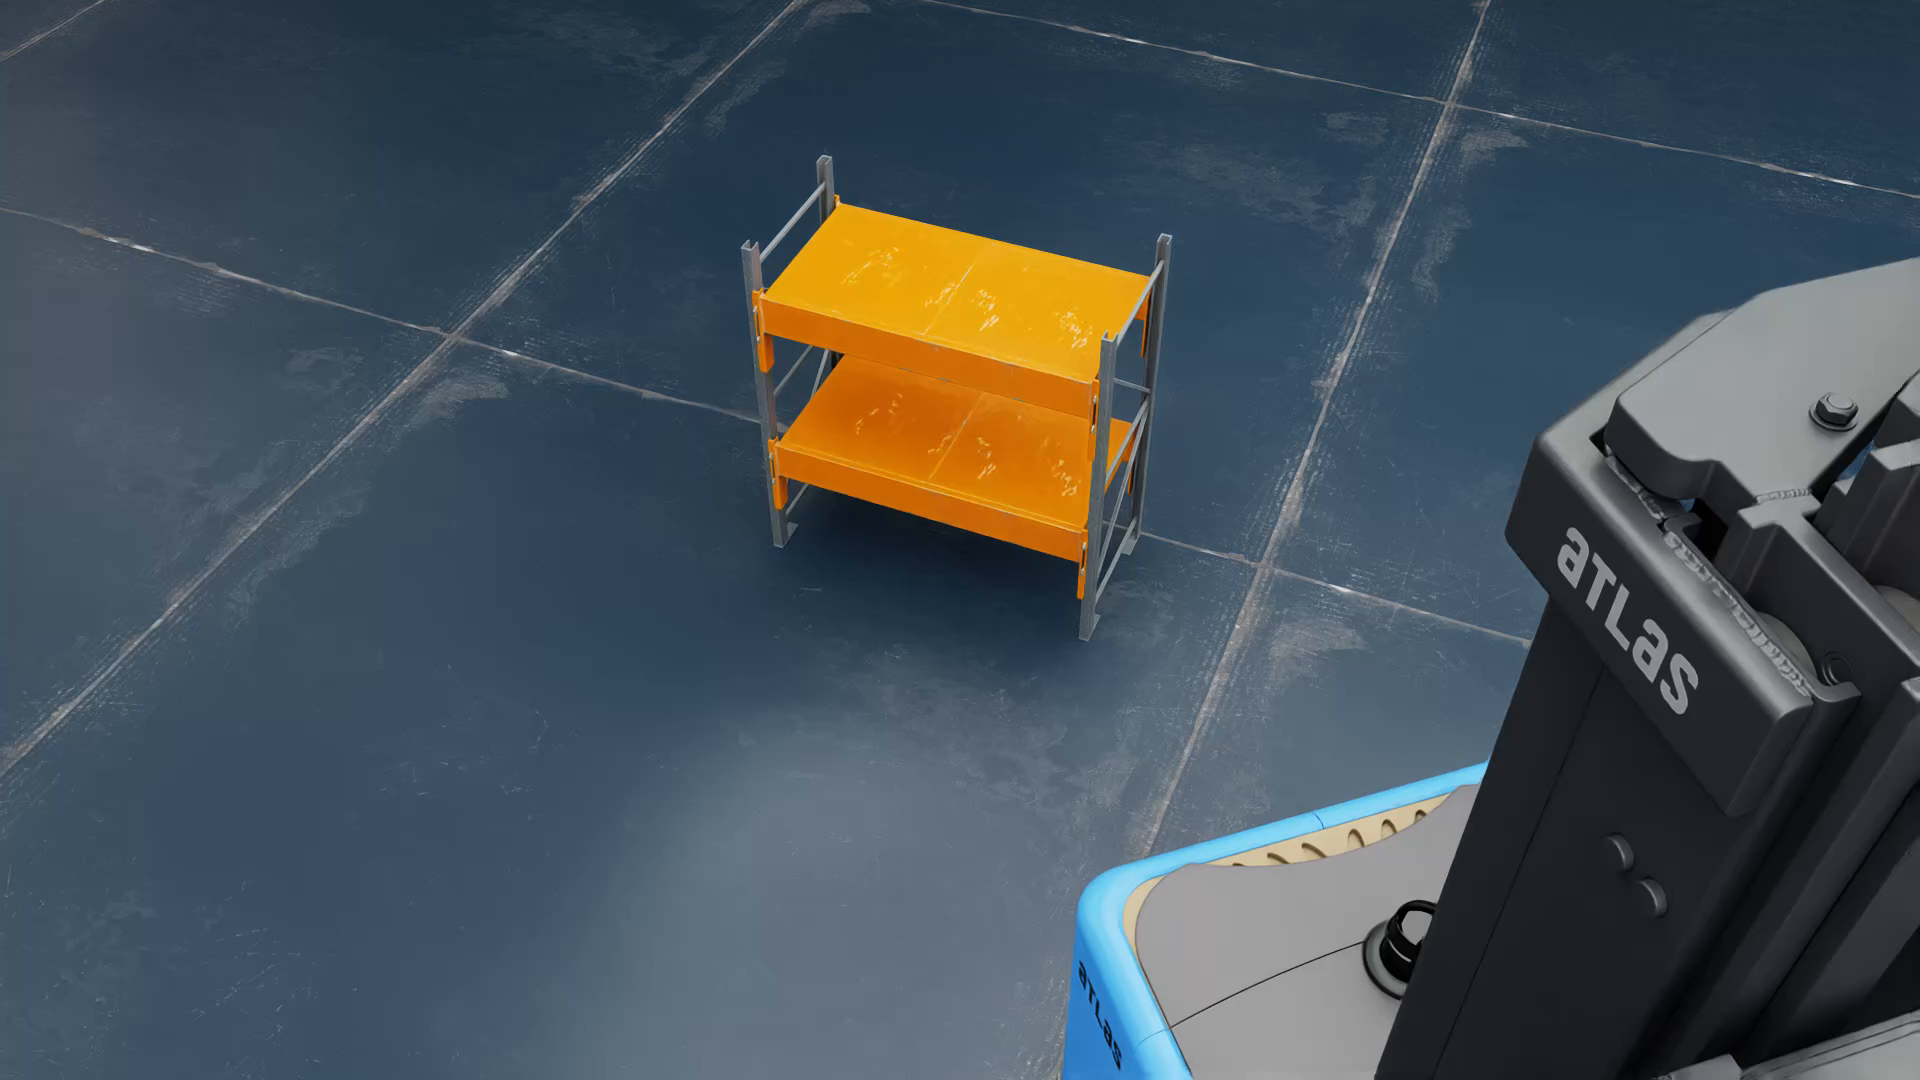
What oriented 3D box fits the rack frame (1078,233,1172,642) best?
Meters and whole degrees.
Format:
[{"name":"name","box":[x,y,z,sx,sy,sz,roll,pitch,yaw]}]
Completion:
[{"name":"rack frame","box":[0.463,-0.263,4.716,0.032,1.125,0.500,16,47,16]}]

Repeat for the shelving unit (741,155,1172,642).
[{"name":"shelving unit","box":[-0.006,-0.401,4.855,1.048,1.125,0.538,16,47,16]}]

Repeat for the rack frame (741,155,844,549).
[{"name":"rack frame","box":[-0.475,-0.539,4.994,0.032,1.125,0.500,16,47,16]}]

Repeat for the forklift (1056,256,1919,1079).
[{"name":"forklift","box":[1.145,1.235,1.930,1.130,2.935,3.031,-13,46,-13]}]

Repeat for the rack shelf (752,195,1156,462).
[{"name":"rack shelf","box":[-0.006,-0.608,4.649,1.000,0.278,0.538,16,47,16]}]

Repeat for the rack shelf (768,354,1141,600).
[{"name":"rack shelf","box":[-0.006,-0.227,5.028,1.000,0.278,0.538,16,47,16]}]
